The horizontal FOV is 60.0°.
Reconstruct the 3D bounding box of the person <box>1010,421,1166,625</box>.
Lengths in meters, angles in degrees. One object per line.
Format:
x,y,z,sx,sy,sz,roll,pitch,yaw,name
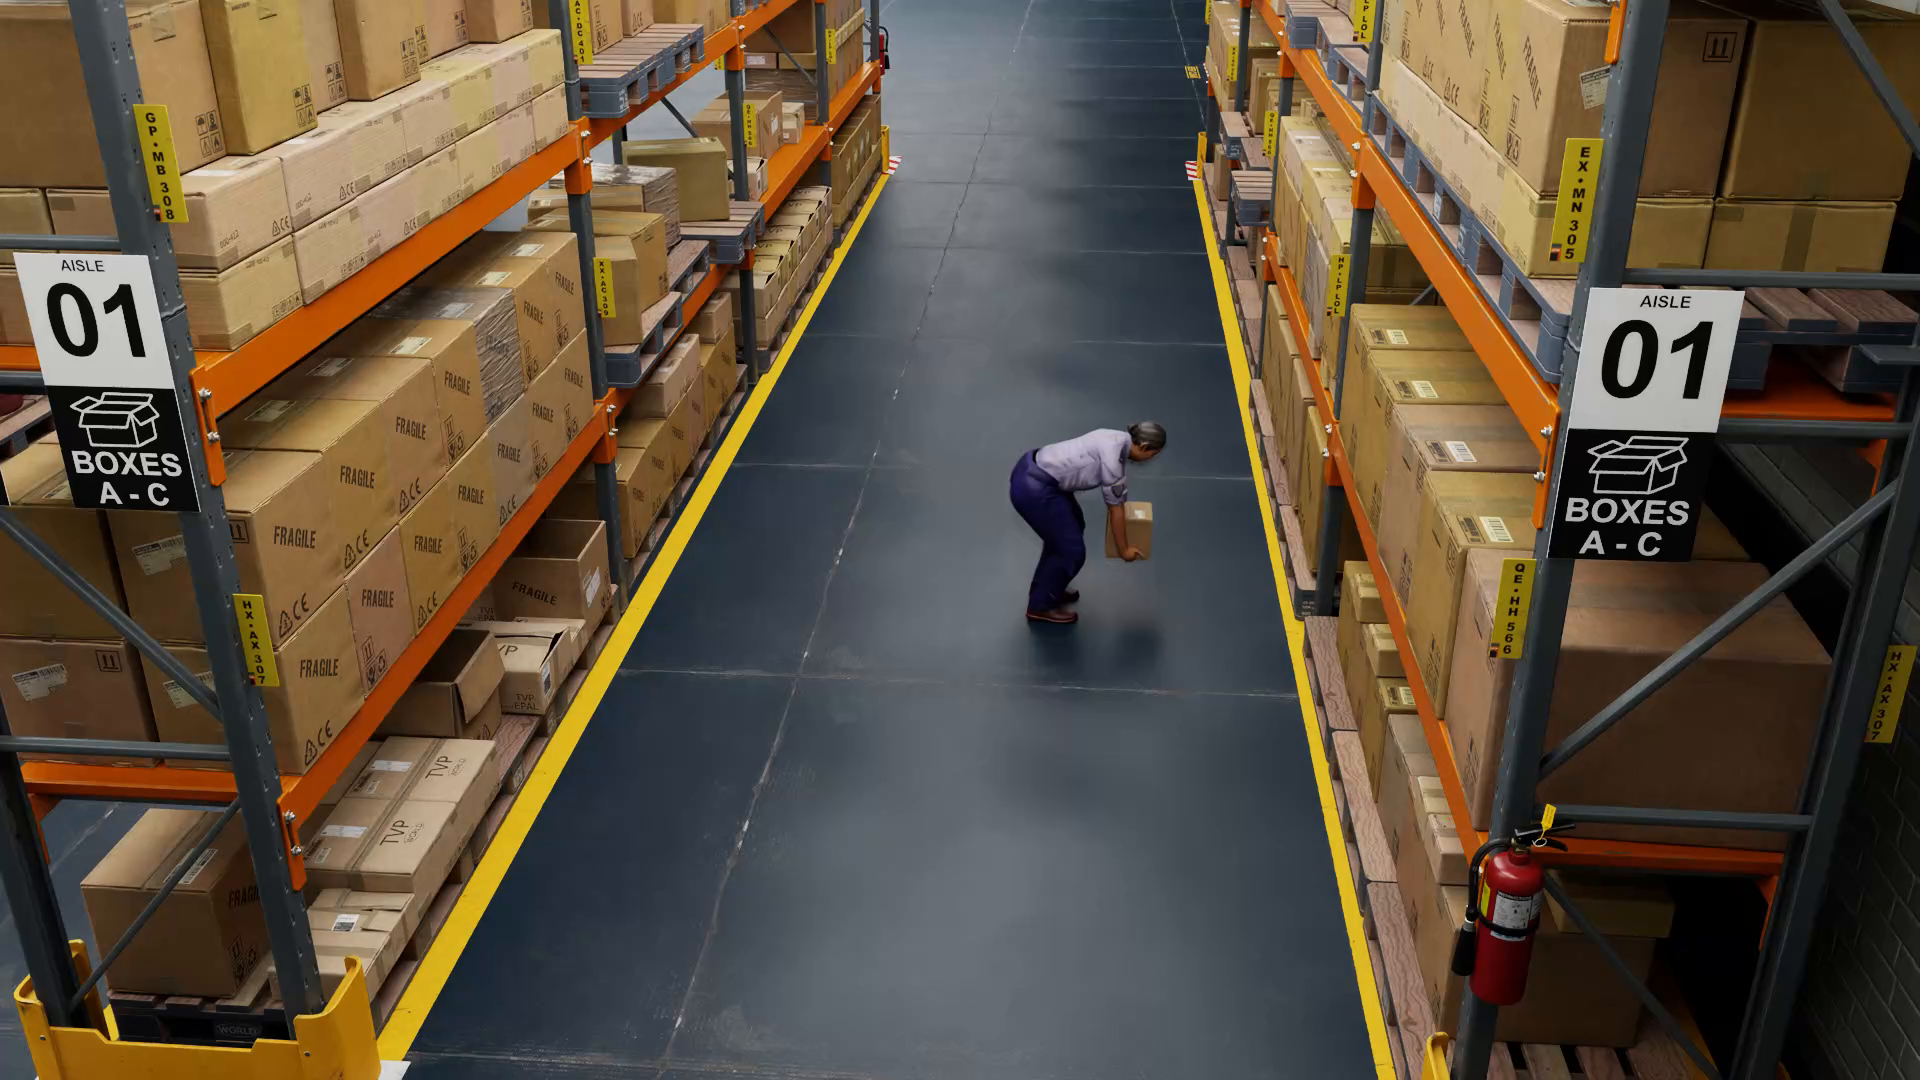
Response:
0.715,-0.120,9.477,0.867,1.158,0.487,1,25,2,person
